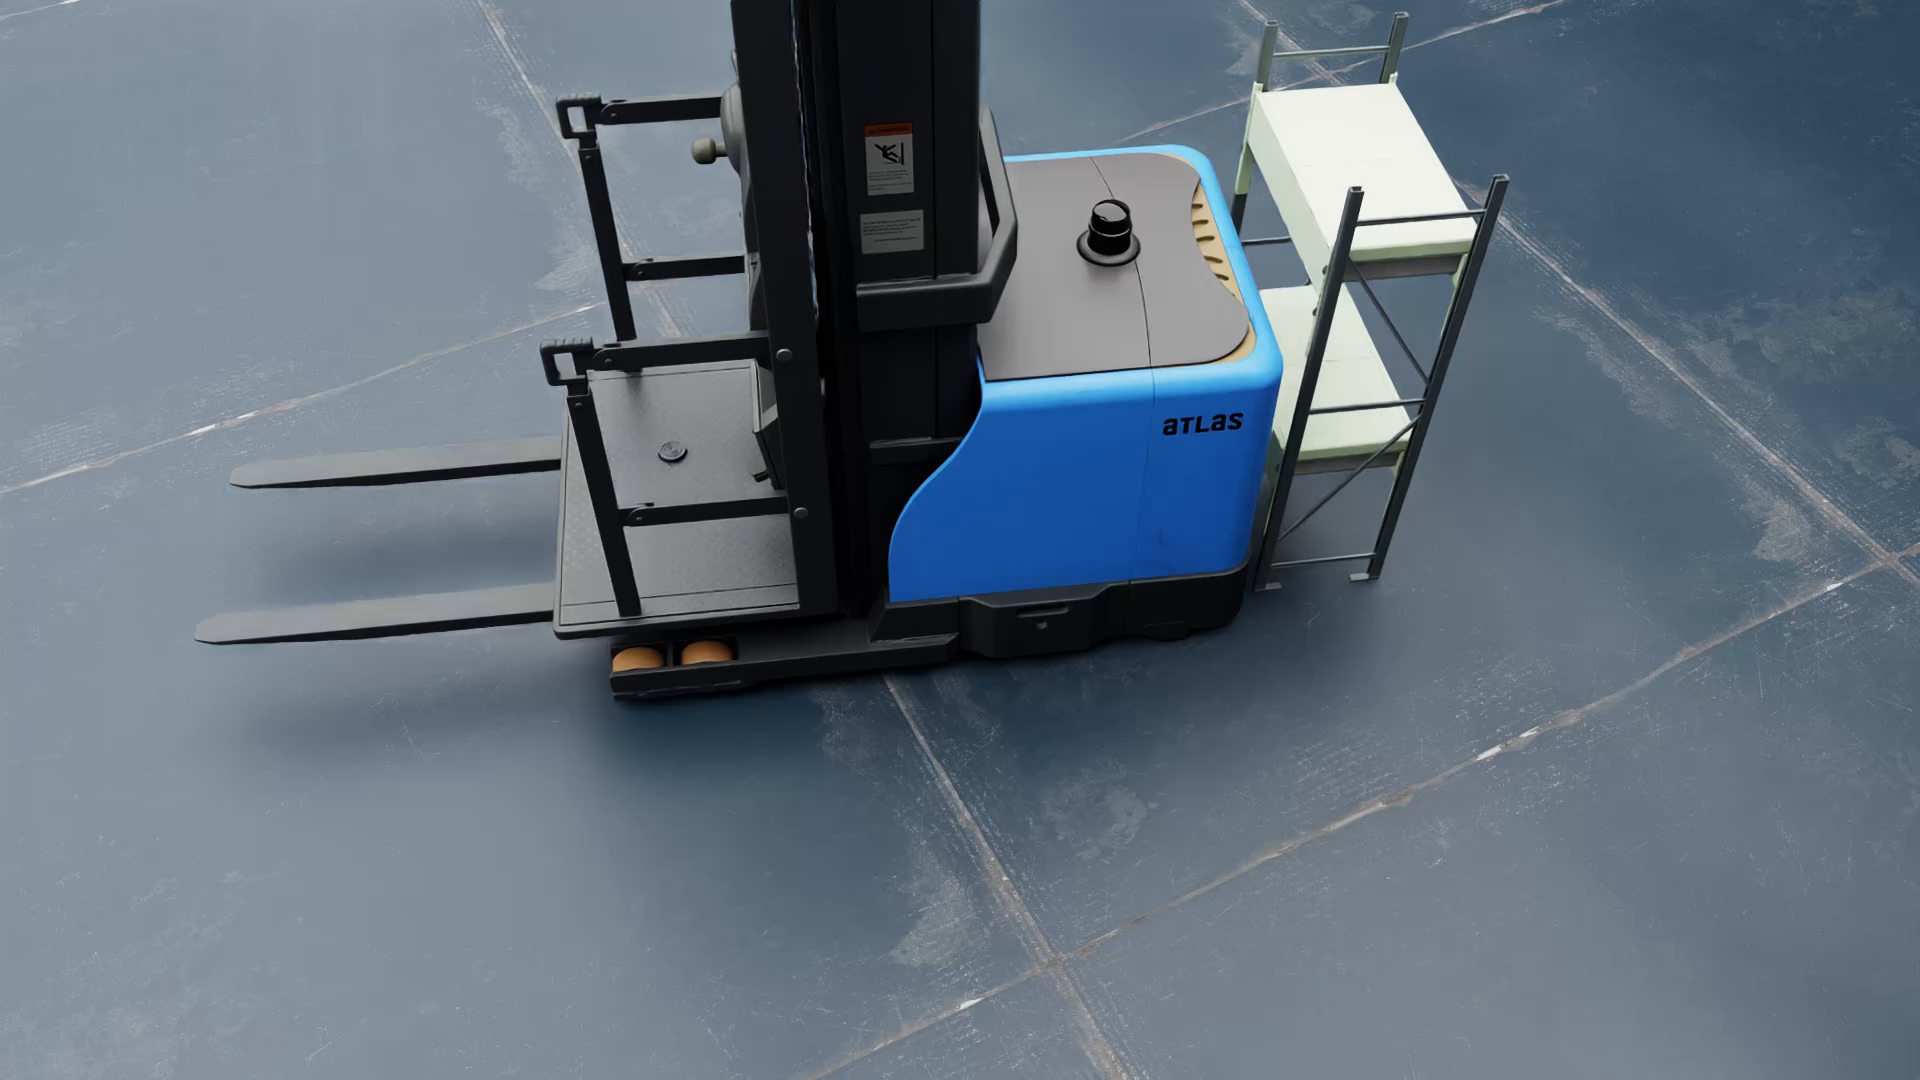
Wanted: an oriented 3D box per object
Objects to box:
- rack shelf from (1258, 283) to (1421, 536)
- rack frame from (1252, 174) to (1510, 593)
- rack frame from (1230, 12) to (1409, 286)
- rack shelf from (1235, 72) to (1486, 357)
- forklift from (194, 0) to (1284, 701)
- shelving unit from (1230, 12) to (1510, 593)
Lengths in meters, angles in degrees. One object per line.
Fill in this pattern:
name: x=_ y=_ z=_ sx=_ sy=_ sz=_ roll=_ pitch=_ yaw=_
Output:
rack shelf: x=1.048 y=-0.420 z=5.047 sx=0.431 sy=0.370 sz=0.720 roll=-6 pitch=49 yaw=-7
rack frame: x=1.113 y=-0.363 z=4.564 sx=0.400 sy=1.500 sz=0.023 roll=-6 pitch=49 yaw=-7
rack frame: x=0.998 y=-0.908 z=5.040 sx=0.400 sy=1.500 sz=0.023 roll=-6 pitch=49 yaw=-7
rack shelf: x=1.065 y=-0.893 z=4.510 sx=0.431 sy=0.370 sz=0.720 roll=-6 pitch=49 yaw=-7
forklift: x=-0.708 y=-0.924 z=4.111 sx=3.031 sy=2.935 sz=1.130 roll=-5 pitch=49 yaw=-5
shelving unit: x=1.056 y=-0.636 z=4.802 sx=0.431 sy=1.500 sz=0.755 roll=-6 pitch=49 yaw=-7
